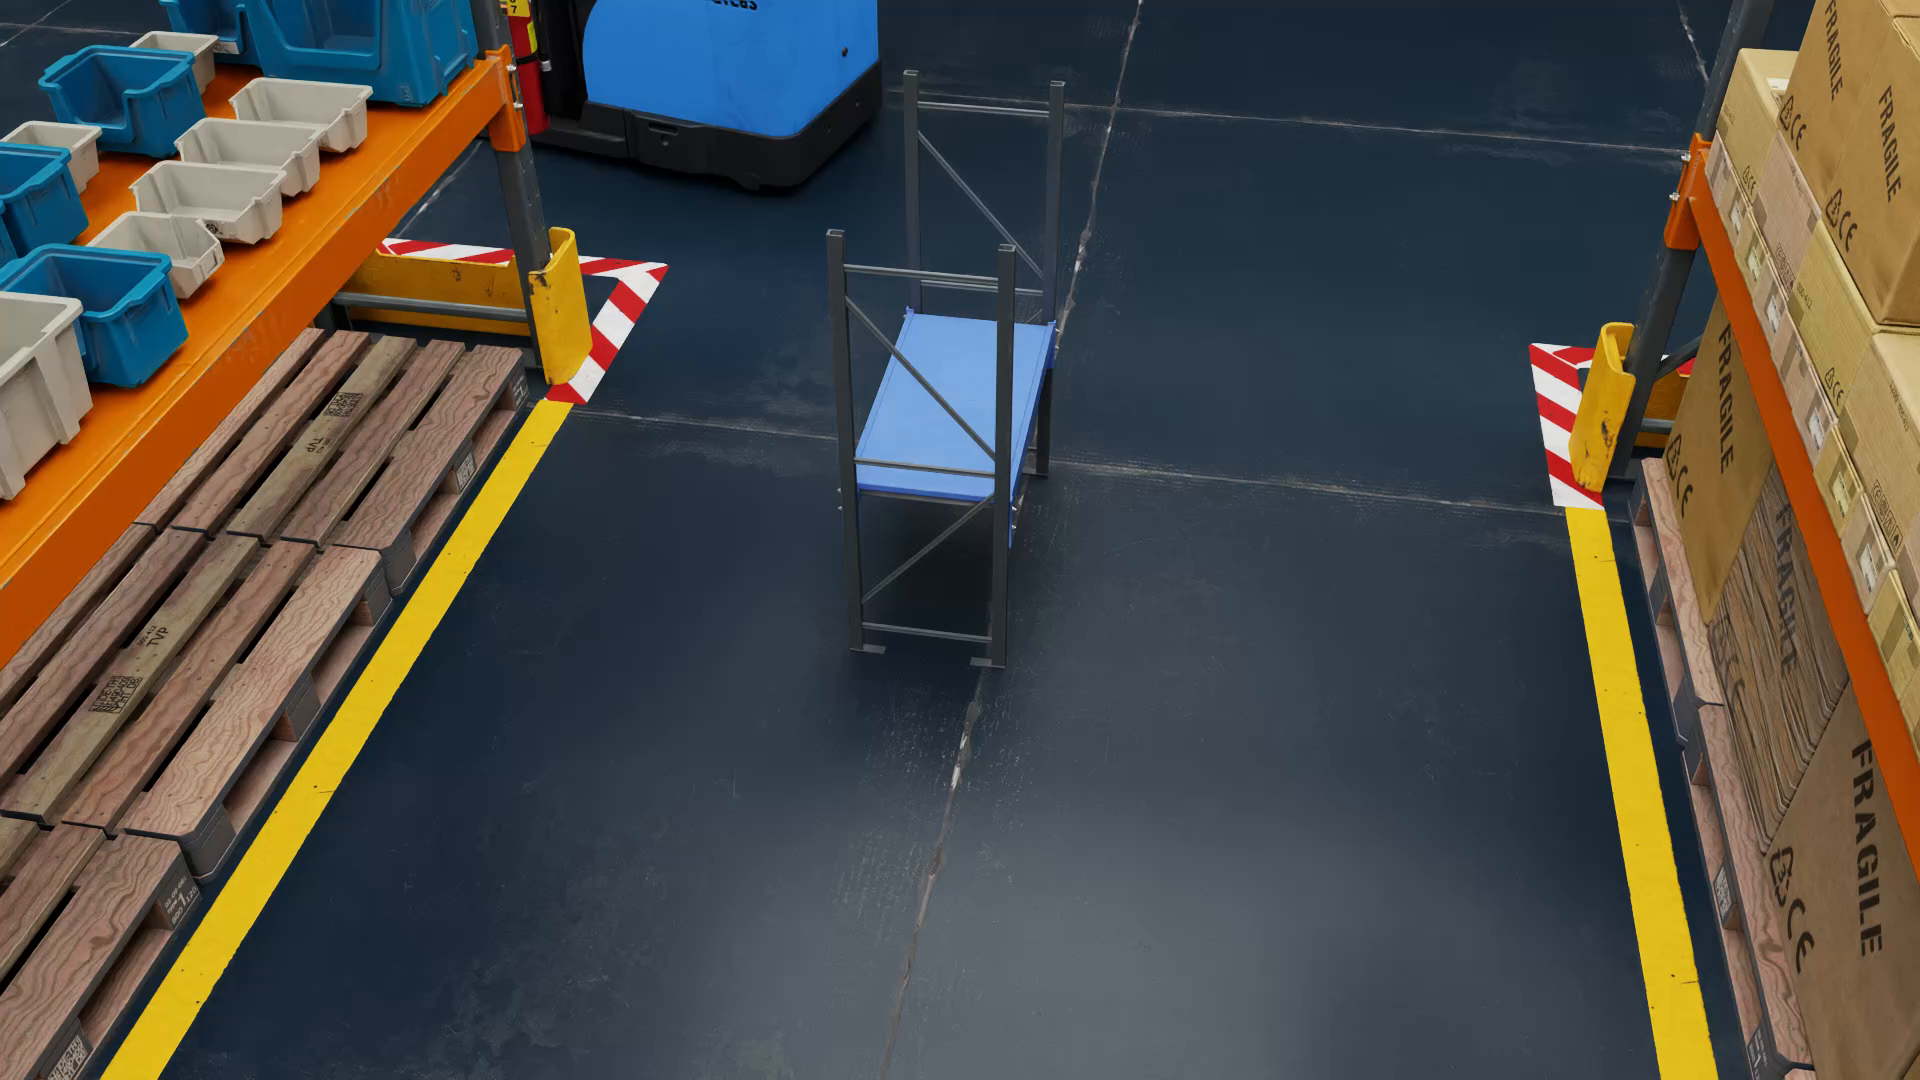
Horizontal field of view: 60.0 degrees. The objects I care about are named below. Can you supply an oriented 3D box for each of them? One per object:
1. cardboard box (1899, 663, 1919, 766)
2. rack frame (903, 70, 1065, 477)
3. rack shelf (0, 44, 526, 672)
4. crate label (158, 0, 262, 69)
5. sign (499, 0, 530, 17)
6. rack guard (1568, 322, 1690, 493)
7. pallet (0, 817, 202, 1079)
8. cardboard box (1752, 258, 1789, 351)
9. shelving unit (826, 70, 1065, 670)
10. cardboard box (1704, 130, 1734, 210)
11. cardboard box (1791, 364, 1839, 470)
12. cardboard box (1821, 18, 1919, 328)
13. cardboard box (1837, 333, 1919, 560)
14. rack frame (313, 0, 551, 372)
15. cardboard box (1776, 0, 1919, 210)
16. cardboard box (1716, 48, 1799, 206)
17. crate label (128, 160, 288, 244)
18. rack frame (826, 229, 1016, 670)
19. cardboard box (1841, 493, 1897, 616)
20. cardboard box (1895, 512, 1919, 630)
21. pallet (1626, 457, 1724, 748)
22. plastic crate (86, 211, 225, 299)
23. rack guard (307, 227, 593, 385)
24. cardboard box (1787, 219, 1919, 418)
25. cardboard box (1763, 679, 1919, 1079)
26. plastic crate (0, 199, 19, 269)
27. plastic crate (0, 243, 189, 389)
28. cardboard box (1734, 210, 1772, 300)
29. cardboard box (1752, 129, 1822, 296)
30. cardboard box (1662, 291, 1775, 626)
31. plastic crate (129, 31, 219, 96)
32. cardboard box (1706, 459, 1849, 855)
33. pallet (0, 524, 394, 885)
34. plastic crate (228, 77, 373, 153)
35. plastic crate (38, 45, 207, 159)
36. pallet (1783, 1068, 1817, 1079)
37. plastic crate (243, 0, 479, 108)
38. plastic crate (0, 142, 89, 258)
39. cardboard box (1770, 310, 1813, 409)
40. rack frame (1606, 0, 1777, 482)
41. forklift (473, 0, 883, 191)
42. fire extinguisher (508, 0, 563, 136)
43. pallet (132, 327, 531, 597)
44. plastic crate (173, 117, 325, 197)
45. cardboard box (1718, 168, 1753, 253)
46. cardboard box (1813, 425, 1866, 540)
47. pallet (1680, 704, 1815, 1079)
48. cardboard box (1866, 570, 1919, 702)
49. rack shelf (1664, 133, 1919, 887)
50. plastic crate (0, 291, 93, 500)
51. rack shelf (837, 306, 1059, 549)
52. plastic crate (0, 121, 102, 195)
[{"bbox_3d":[2.029,0.371,3.144,0.380,0.149,0.250,7,40,9],"label":"cardboard box"},{"bbox_3d":[0.073,-0.844,5.593,0.500,1.500,0.032,6,40,8],"label":"rack frame"},{"bbox_3d":[-2.411,-0.376,4.415,1.077,0.370,4.000,6,40,8],"label":"rack shelf"},{"bbox_3d":[-2.432,-1.748,5.595,0.416,0.233,0.303,6,40,8],"label":"crate label"},{"bbox_3d":[-1.520,-1.921,5.591,0.100,0.325,0.005,6,40,8],"label":"sign"},{"bbox_3d":[2.818,-0.414,5.859,1.175,0.500,0.348,6,40,8],"label":"rack guard"},{"bbox_3d":[-2.668,1.211,4.120,1.003,0.211,1.213,6,40,8],"label":"pallet"},{"bbox_3d":[2.296,-0.593,4.311,0.380,0.149,0.250,6,40,7],"label":"cardboard box"},{"bbox_3d":[-0.015,-0.524,5.207,0.538,1.500,1.048,6,40,8],"label":"shelving unit"},{"bbox_3d":[2.427,-1.079,4.898,0.380,0.149,0.250,7,40,8],"label":"cardboard box"},{"bbox_3d":[2.207,-0.272,3.922,0.380,0.149,0.250,6,40,7],"label":"cardboard box"},{"bbox_3d":[2.294,-0.797,3.656,0.500,0.500,0.500,5,40,6],"label":"cardboard box"},{"bbox_3d":[2.206,-0.178,3.495,0.500,0.250,0.500,6,40,7],"label":"cardboard box"},{"bbox_3d":[-2.065,-1.909,5.704,1.000,3.000,0.127,6,40,8],"label":"rack frame"},{"bbox_3d":[2.378,-1.123,4.050,0.500,0.500,0.500,5,40,7],"label":"cardboard box"},{"bbox_3d":[2.465,-1.148,4.668,0.500,0.250,0.500,5,40,6],"label":"cardboard box"},{"bbox_3d":[-2.116,-0.941,4.693,0.396,0.136,0.243,6,40,8],"label":"crate label"},{"bbox_3d":[-0.103,-0.205,4.821,0.500,1.500,0.032,6,40,8],"label":"rack frame"},{"bbox_3d":[2.119,0.051,3.531,0.380,0.149,0.250,7,40,8],"label":"cardboard box"},{"bbox_3d":[2.115,0.140,3.111,0.500,0.250,0.500,7,40,9],"label":"cardboard box"},{"bbox_3d":[2.752,0.223,5.315,1.003,0.211,1.213,6,40,8],"label":"pallet"},{"bbox_3d":[-2.149,-0.753,4.466,0.298,0.136,0.250,6,40,8],"label":"plastic crate"},{"bbox_3d":[-2.073,-0.962,6.521,1.175,0.500,0.348,6,40,8],"label":"rack guard"},{"bbox_3d":[2.291,-0.506,3.892,0.500,0.250,0.500,5,40,6],"label":"cardboard box"},{"bbox_3d":[2.470,0.835,3.724,0.875,0.875,0.875,6,40,8],"label":"cardboard box"},{"bbox_3d":[-2.711,-0.734,4.368,0.416,0.233,0.300,6,40,8],"label":"plastic crate"},{"bbox_3d":[-2.167,-0.550,4.145,0.416,0.233,0.300,6,40,8],"label":"plastic crate"},{"bbox_3d":[2.340,-0.757,4.509,0.380,0.149,0.250,6,40,7],"label":"cardboard box"},{"bbox_3d":[2.381,-0.821,4.273,0.500,0.250,0.500,6,40,7],"label":"cardboard box"},{"bbox_3d":[2.782,-0.295,5.091,0.875,0.875,0.875,6,40,8],"label":"cardboard box"},{"bbox_3d":[-2.569,-1.519,5.393,0.250,0.136,0.298,6,40,8],"label":"plastic crate"},{"bbox_3d":[2.624,0.276,4.400,0.875,0.875,0.875,6,40,8],"label":"cardboard box"},{"bbox_3d":[-2.459,0.443,5.049,1.003,0.211,1.213,6,40,8],"label":"pallet"},{"bbox_3d":[-2.027,-1.298,5.126,0.396,0.136,0.243,6,40,8],"label":"plastic crate"},{"bbox_3d":[-2.546,-1.335,5.095,0.416,0.233,0.300,6,40,8],"label":"plastic crate"},{"bbox_3d":[2.330,1.754,3.463,1.003,0.211,1.213,6,40,8],"label":"pallet"},{"bbox_3d":[-1.939,-1.715,5.395,0.616,0.435,0.499,6,40,8],"label":"plastic crate"},{"bbox_3d":[-2.659,-0.922,4.596,0.416,0.233,0.300,6,40,8],"label":"plastic crate"},{"bbox_3d":[2.251,-0.434,4.118,0.380,0.149,0.250,6,40,7],"label":"cardboard box"},{"bbox_3d":[2.814,-1.362,5.044,1.000,3.000,0.127,6,40,8],"label":"rack frame"},{"bbox_3d":[-1.950,-3.341,7.490,3.031,2.935,1.130,15,42,17],"label":"forklift"},{"bbox_3d":[-1.591,-1.780,5.902,0.296,0.674,0.183,6,40,8],"label":"fire extinguisher"},{"bbox_3d":[-2.246,-0.321,5.972,1.003,0.211,1.213,6,40,8],"label":"pallet"},{"bbox_3d":[-2.092,-1.118,4.908,0.396,0.136,0.243,6,40,8],"label":"plastic crate"},{"bbox_3d":[2.384,-0.918,4.703,0.380,0.149,0.250,6,40,7],"label":"cardboard box"},{"bbox_3d":[2.162,-0.114,3.731,0.380,0.149,0.250,5,40,7],"label":"cardboard box"},{"bbox_3d":[2.539,0.986,4.392,1.003,0.211,1.213,6,40,8],"label":"pallet"},{"bbox_3d":[2.074,0.211,3.338,0.380,0.149,0.250,6,40,7],"label":"cardboard box"},{"bbox_3d":[2.468,0.170,3.755,1.077,0.370,4.000,6,40,8],"label":"rack shelf"},{"bbox_3d":[-2.311,-0.314,3.821,0.437,0.282,0.530,6,40,8],"label":"plastic crate"},{"bbox_3d":[-0.015,-0.386,5.322,0.538,0.185,1.000,6,40,8],"label":"rack shelf"},{"bbox_3d":[-2.686,-1.093,4.878,0.250,0.136,0.298,6,40,8],"label":"plastic crate"}]
